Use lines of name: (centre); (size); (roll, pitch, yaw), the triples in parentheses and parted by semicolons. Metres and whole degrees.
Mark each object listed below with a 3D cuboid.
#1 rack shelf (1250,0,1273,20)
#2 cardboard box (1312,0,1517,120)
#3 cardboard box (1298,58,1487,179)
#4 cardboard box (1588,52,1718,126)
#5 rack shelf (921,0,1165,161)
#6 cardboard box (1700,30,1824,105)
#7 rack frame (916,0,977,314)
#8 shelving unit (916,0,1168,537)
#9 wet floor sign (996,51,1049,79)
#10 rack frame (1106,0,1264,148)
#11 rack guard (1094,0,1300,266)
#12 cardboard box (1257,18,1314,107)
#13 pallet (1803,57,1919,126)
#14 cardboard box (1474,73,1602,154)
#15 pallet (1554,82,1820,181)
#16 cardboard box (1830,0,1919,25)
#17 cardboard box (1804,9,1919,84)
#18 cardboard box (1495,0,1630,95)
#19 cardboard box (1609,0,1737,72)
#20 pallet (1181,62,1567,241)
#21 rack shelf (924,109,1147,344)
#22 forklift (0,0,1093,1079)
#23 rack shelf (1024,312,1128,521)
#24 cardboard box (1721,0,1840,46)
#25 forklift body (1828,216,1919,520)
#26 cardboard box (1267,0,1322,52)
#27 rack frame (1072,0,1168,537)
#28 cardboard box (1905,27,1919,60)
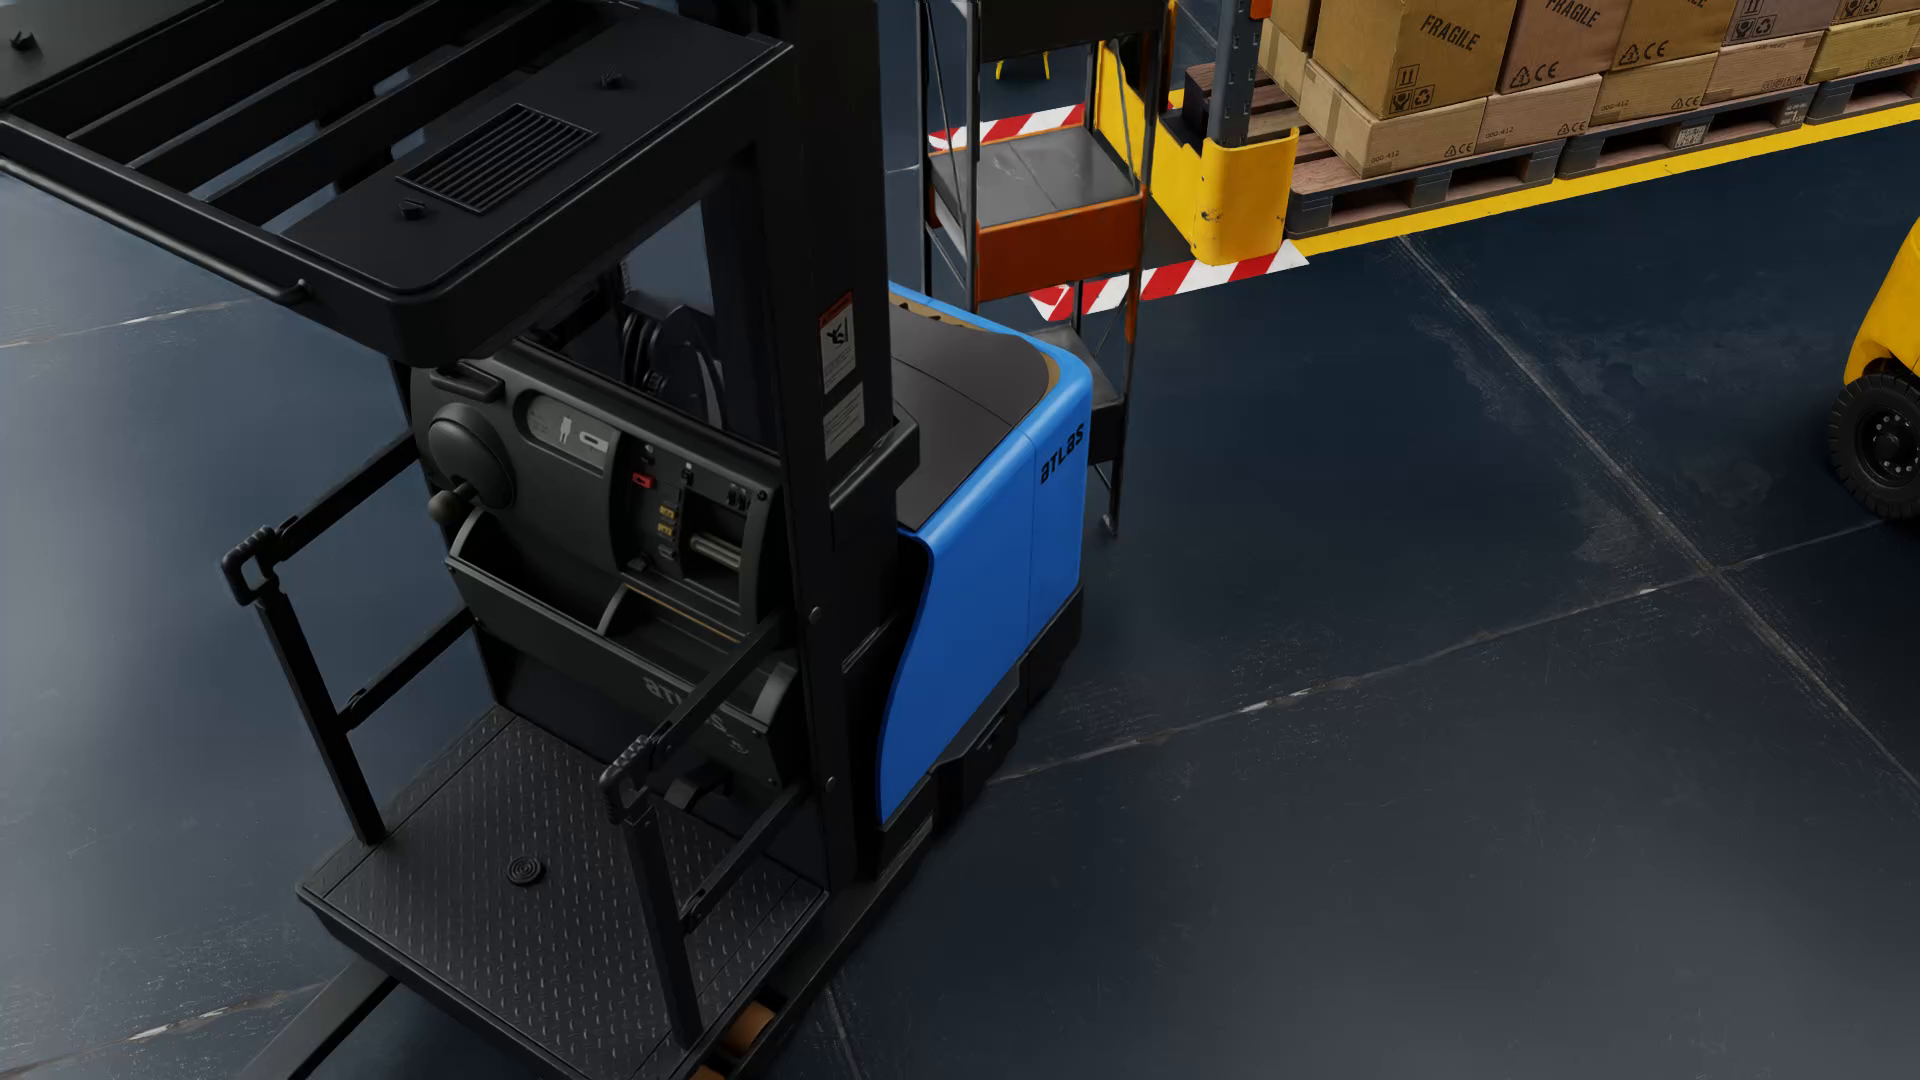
rack shelf: (2.698, -2.721, 6.352); (4.000, 0.370, 1.077); (-14, 47, -14)
cardboard box: (1.691, -1.952, 6.193); (0.500, 0.500, 0.500); (-16, 47, -15)
cardboard box: (1.669, -1.681, 6.452); (0.500, 0.250, 0.500); (-15, 47, -14)
cardboard box: (2.661, -1.938, 6.709); (0.500, 0.250, 0.500); (-11, 46, -11)
rack shelf: (0.193, -1.310, 4.105); (0.480, 0.518, 0.431); (-15, 47, -14)
cardboard box: (3.137, -2.058, 6.828); (0.500, 0.250, 0.500); (-14, 47, -13)
rack frame: (-0.035, -0.765, 4.530); (0.015, 2.100, 0.400); (-15, 47, -14)
shelving unit: (0.193, -0.826, 4.591); (0.503, 2.100, 0.431); (-15, 47, -14)
wet floor sign: (0.274, -2.330, 7.116); (0.232, 0.644, 0.267); (0, 45, 0)
rack frame: (0.816, -2.494, 5.618); (0.127, 3.000, 1.000); (-14, 47, -14)
rack guard: (0.888, -1.630, 6.521); (0.348, 0.500, 1.175); (-14, 47, -14)
cardboard box: (1.508, -2.051, 6.821); (0.500, 0.250, 0.500); (-15, 47, -14)
pallet: (3.959, -2.286, 7.380); (1.213, 0.211, 1.003); (-14, 47, -14)
cardboard box: (2.152, -1.799, 6.570); (0.500, 0.250, 0.500); (-13, 46, -12)
pallet: (2.810, -1.990, 7.085); (1.213, 0.211, 1.003); (-14, 47, -14)
cardboard box: (3.636, -2.453, 6.693); (0.500, 0.500, 0.500); (-14, 47, -13)
cardboard box: (3.617, -2.177, 6.947); (0.500, 0.250, 0.500); (-15, 47, -15)
cardboard box: (2.182, -2.081, 6.321); (0.500, 0.500, 0.500); (-16, 47, -15)
cardboard box: (2.656, -2.196, 6.436); (0.500, 0.500, 0.500); (-13, 47, -13)
pallet: (1.664, -1.699, 6.795); (1.213, 0.211, 1.003); (-14, 47, -14)
rack shelf: (0.193, -0.816, 4.600); (0.480, 0.518, 0.431); (-15, 47, -14)
forklift: (-0.867, -0.036, 3.216); (1.130, 2.935, 3.031); (24, 50, 22)
rack shelf: (0.193, -0.322, 5.096); (0.480, 0.518, 0.431); (-15, 47, -14)
cardboard box: (3.156, -2.330, 6.570); (0.500, 0.500, 0.500); (-12, 46, -12)
forklift body: (3.669, -0.560, 4.289); (1.214, 2.155, 2.313); (-14, 47, -14)
cardboard box: (1.481, -2.302, 6.542); (0.500, 0.500, 0.500); (-14, 47, -14)
rack frame: (0.422, -0.887, 4.651); (0.015, 2.100, 0.400); (-15, 47, -14)
cardboard box: (4.114, -2.312, 7.081); (0.500, 0.250, 0.500); (-12, 46, -12)
